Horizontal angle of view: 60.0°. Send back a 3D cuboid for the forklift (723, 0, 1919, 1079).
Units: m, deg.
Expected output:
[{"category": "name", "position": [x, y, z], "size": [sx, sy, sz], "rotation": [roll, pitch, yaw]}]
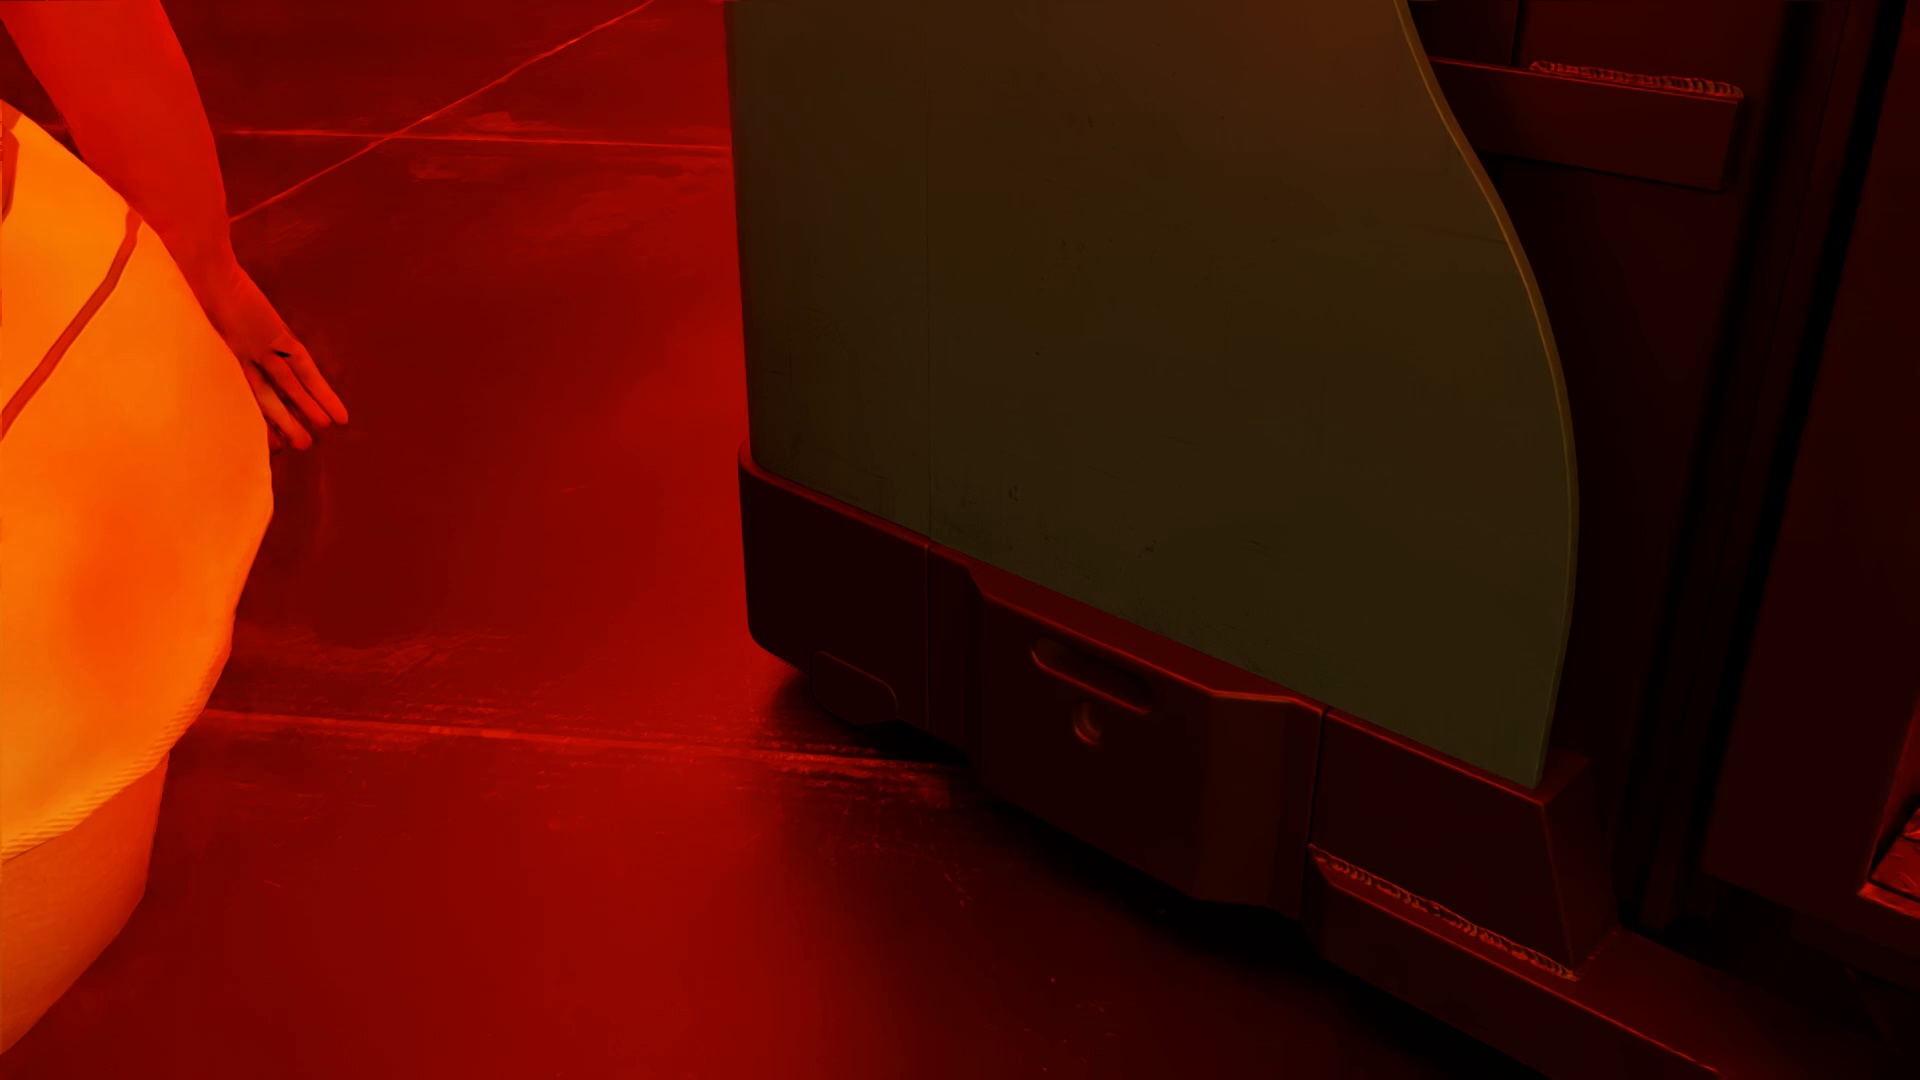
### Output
[{"category": "forklift", "position": [1.156, -0.855, 0.931], "size": [3.031, 2.935, 1.130], "rotation": [22, 34, 37]}]
